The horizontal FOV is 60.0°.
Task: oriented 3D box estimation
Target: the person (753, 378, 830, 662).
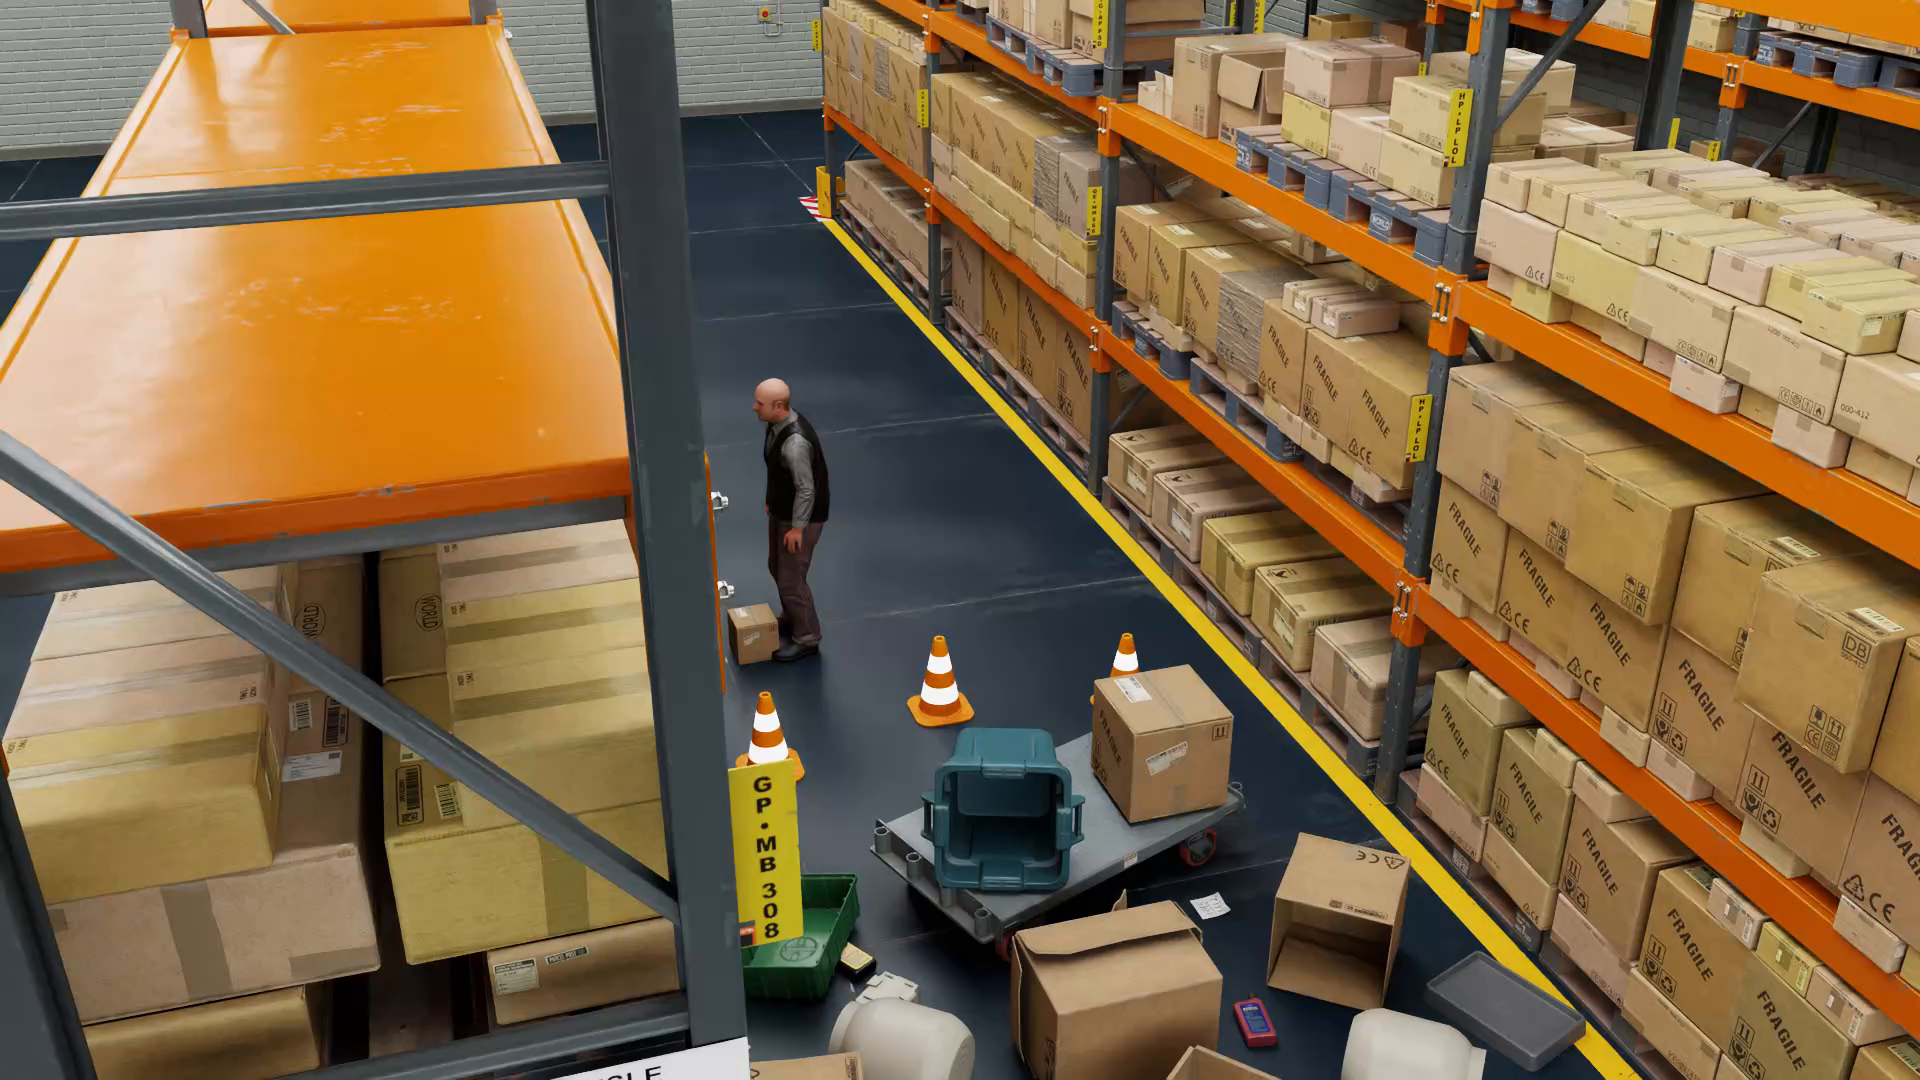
[{"bbox_3d":[-0.969,-0.142,9.680,0.412,1.720,0.585,-9,27,-17],"label":"person"}]
